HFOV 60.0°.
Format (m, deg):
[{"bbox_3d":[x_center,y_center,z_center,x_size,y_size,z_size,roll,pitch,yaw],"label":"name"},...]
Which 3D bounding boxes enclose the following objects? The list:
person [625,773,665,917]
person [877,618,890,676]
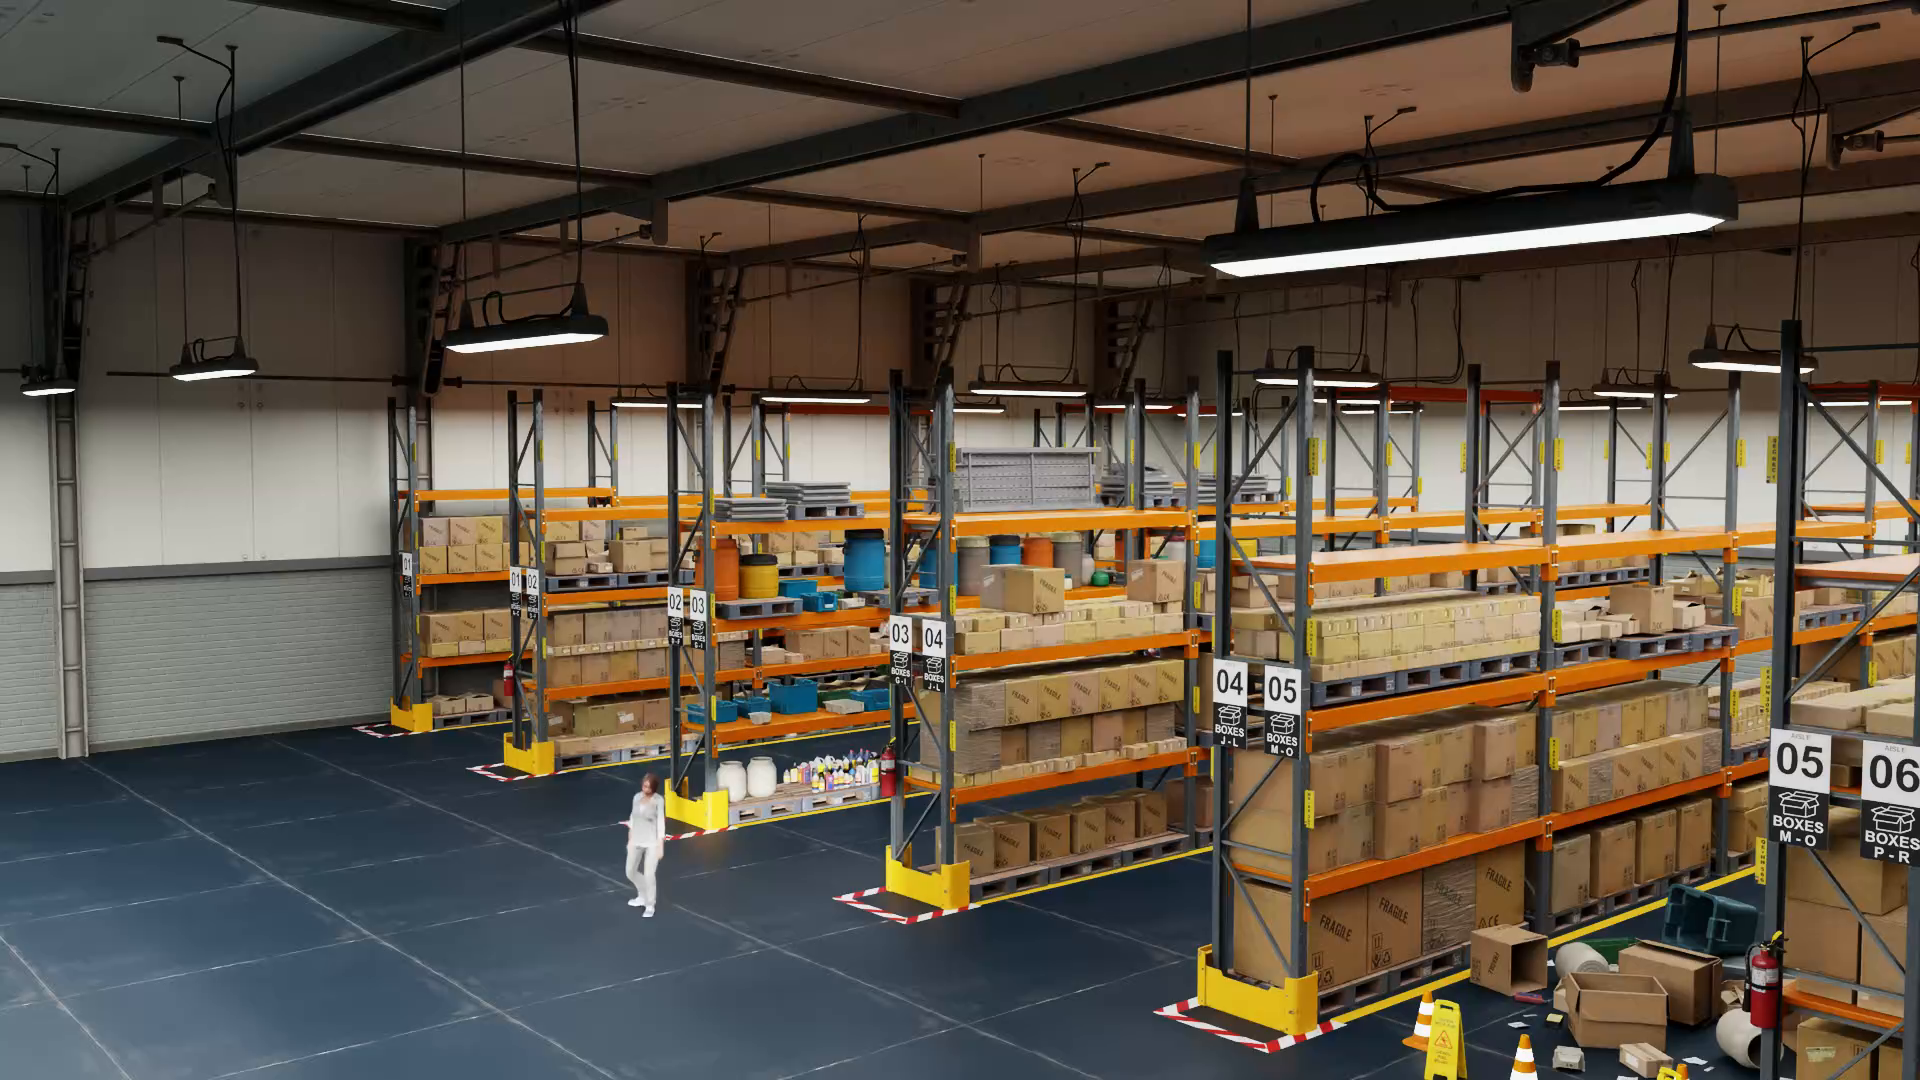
[{"bbox_3d":[-3.436,3.319,18.172,0.540,1.566,0.432,1,4,19],"label":"person"},{"bbox_3d":[-1.403,2.287,34.084,0.833,1.799,0.659,-3,4,-37],"label":"person"}]
